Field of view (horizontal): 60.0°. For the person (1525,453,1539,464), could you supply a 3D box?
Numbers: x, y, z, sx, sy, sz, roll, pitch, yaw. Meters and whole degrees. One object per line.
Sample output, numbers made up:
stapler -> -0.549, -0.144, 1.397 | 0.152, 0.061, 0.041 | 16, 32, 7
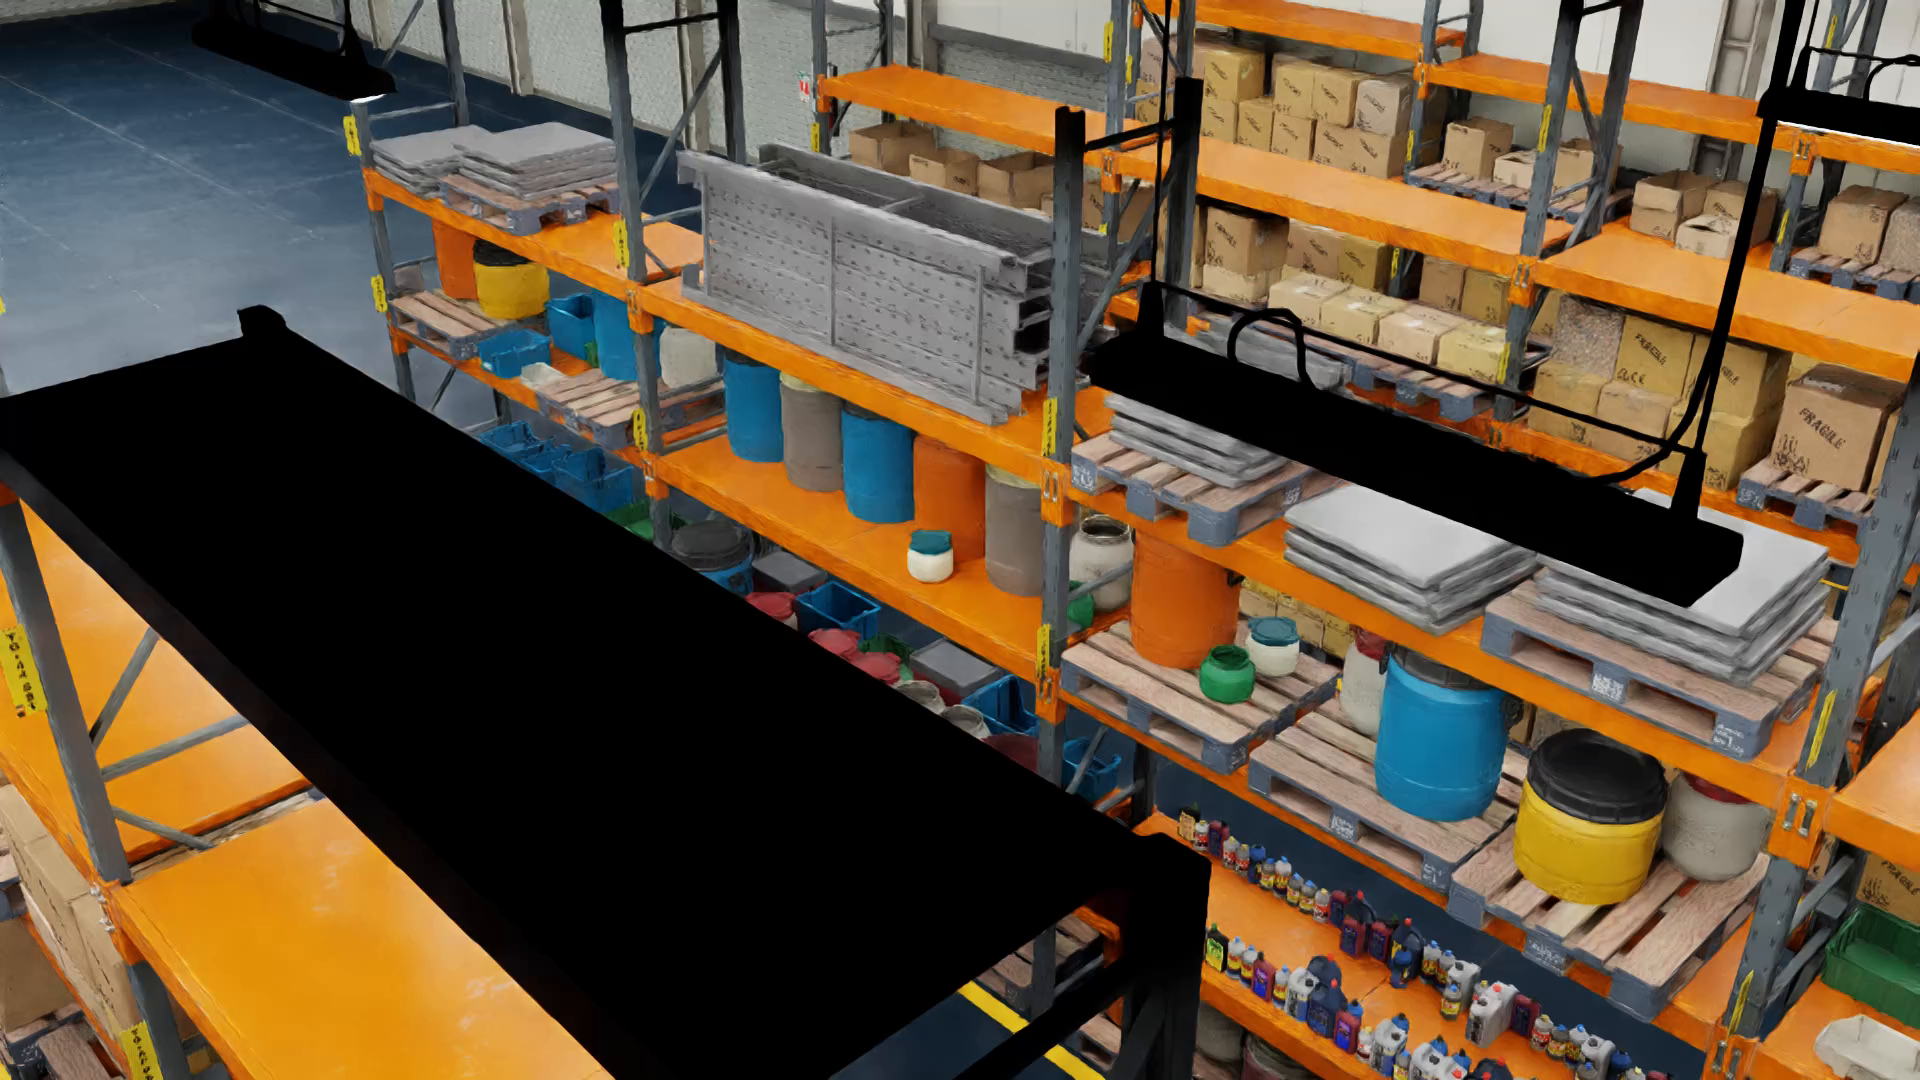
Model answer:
person -> 5.209, -0.129, 15.305 | 0.537, 1.677, 0.415 | 7, 29, 13
